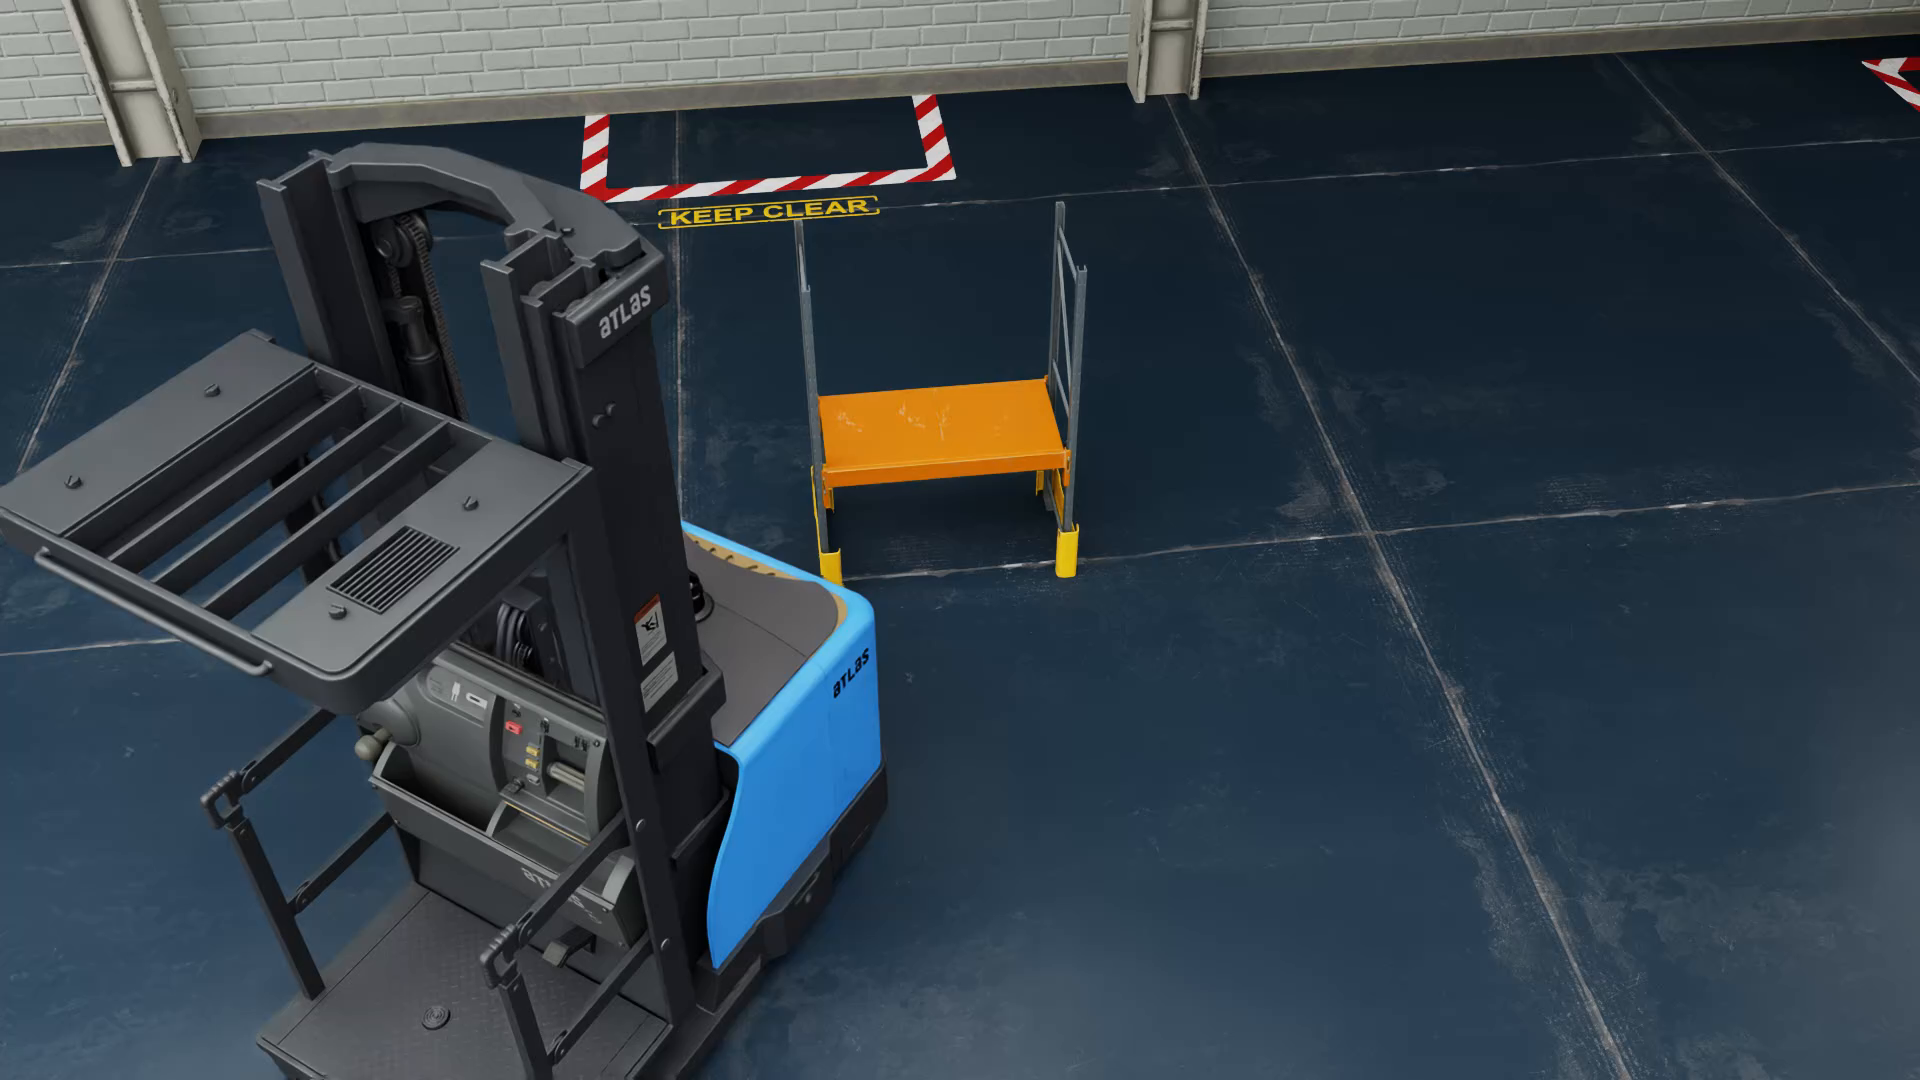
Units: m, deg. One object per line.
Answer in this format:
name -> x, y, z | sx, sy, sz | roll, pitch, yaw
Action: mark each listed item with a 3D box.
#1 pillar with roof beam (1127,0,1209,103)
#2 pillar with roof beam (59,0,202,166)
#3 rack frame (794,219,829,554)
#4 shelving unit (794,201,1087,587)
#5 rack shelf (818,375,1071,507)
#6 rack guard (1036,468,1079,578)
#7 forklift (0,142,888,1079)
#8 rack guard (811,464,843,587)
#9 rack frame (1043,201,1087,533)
pillar with roof beam -> 1.817, -3.292, 4.181 | 0.400, 9.000, 9.100 | -5, 42, -6
pillar with roof beam -> -4.132, -2.770, 3.603 | 0.400, 9.000, 9.100 | -5, 42, -6
rack frame -> -0.589, -0.505, 6.691 | 0.032, 1.500, 0.500 | -5, 42, -6
shelving unit -> -0.076, -0.550, 6.740 | 1.083, 1.500, 0.587 | -5, 42, -6
rack shelf -> -0.085, -0.416, 6.860 | 1.000, 0.185, 0.538 | -5, 42, -6
rack guard -> 0.418, -0.129, 7.207 | 0.087, 0.250, 0.587 | -5, 42, -6
forklift -> -1.441, 0.595, 4.402 | 1.130, 2.935, 3.031 | 21, 46, 22
rack guard -> -0.569, -0.043, 7.111 | 0.087, 0.250, 0.587 | -5, 42, -6
rack frame -> 0.419, -0.594, 6.788 | 0.032, 1.500, 0.500 | -5, 42, -6
